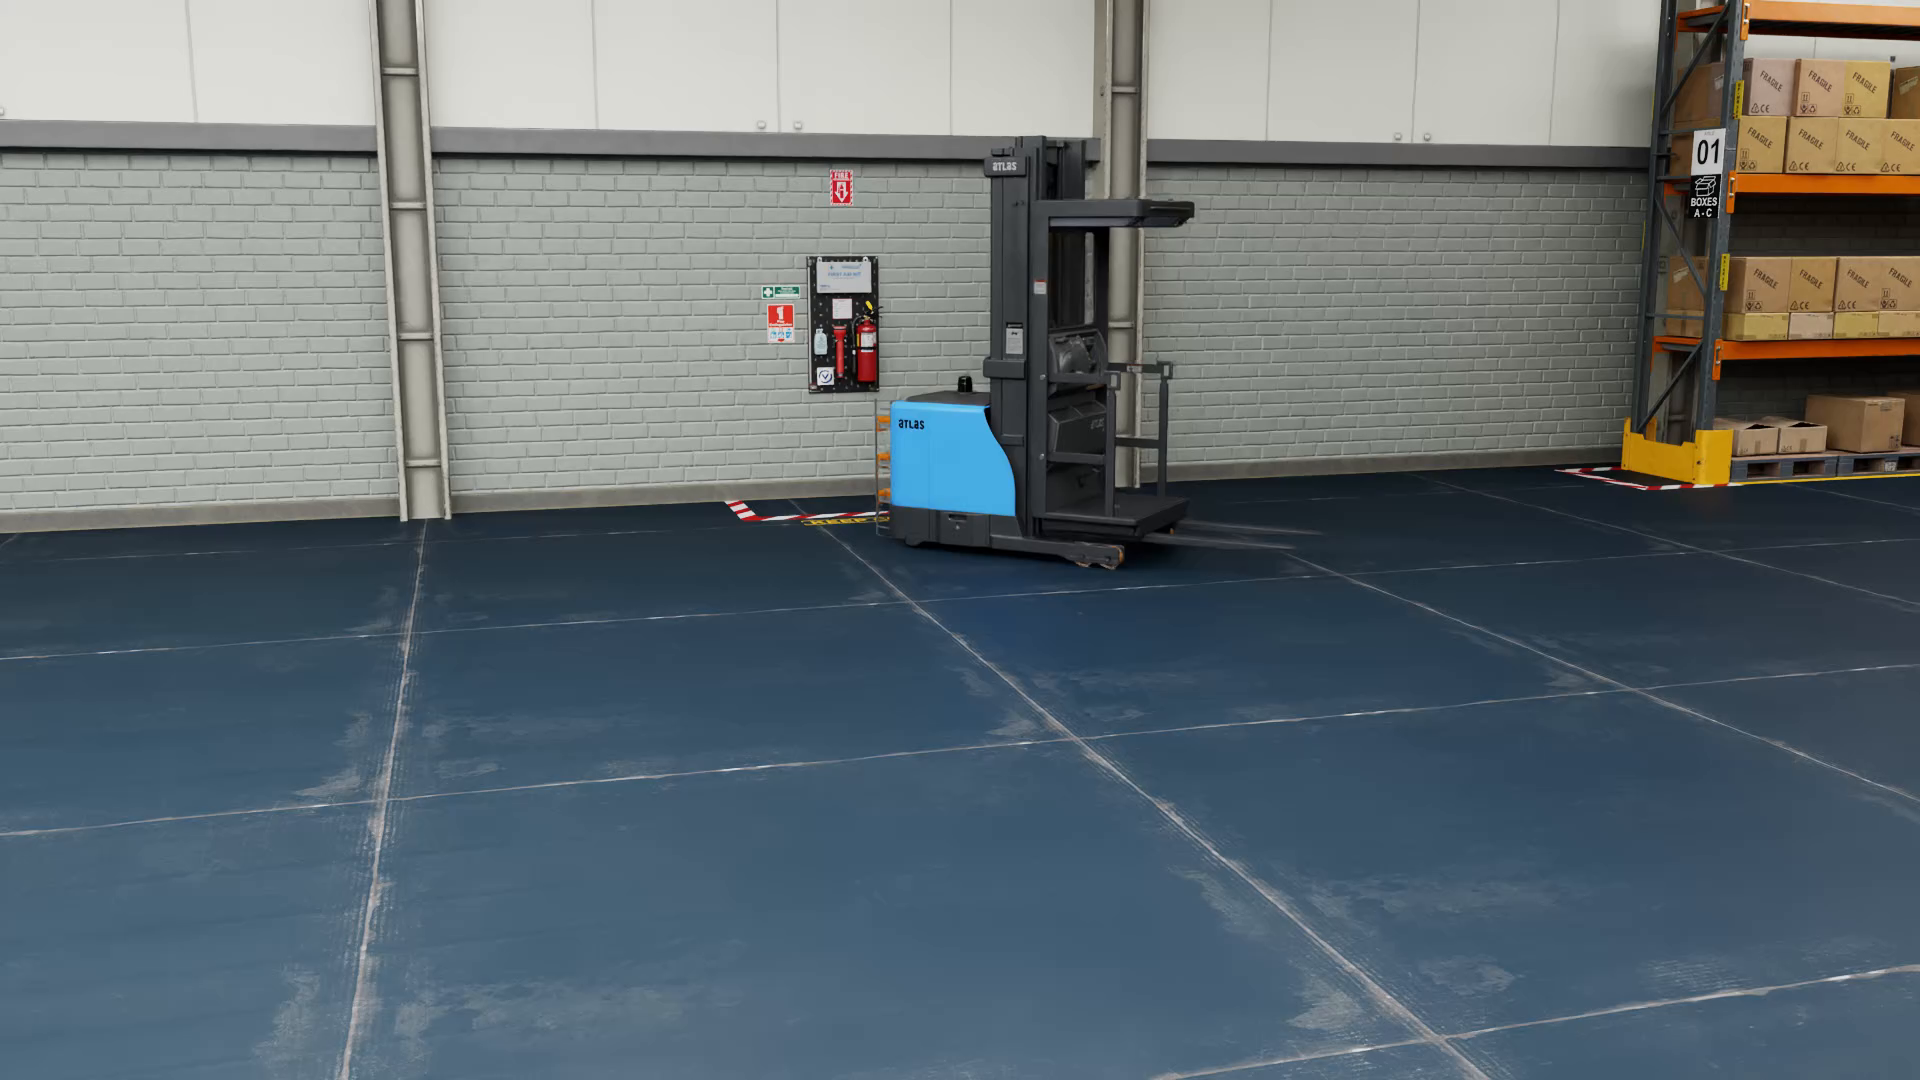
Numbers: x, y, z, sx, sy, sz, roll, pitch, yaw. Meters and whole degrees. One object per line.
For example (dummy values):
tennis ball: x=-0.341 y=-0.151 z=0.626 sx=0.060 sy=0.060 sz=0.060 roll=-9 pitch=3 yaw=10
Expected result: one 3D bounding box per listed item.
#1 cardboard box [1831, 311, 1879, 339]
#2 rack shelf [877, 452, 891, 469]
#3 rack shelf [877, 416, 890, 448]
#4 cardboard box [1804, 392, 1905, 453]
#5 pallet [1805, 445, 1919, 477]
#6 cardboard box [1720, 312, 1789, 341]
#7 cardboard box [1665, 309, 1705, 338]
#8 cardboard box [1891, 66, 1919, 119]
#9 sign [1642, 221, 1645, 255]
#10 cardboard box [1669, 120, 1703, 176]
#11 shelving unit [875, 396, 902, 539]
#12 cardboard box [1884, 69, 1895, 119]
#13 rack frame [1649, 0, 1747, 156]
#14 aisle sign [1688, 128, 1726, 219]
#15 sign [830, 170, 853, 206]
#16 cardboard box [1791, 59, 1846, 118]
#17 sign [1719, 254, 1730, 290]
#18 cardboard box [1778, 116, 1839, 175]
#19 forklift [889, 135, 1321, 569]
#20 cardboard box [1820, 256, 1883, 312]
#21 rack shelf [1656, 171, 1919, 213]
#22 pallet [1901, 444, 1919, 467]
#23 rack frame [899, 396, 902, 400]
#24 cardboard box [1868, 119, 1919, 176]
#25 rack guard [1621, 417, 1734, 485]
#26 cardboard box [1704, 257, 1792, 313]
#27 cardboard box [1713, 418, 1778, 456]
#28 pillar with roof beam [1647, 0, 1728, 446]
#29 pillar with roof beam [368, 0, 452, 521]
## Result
cardboard box: x=8.281 y=-2.044 z=15.723 sx=0.500 sy=0.250 sz=0.500 roll=-3 pitch=11 yaw=-17
rack shelf: x=-0.484 y=-0.544 z=12.661 sx=0.240 sy=0.259 sz=0.215 roll=-9 pitch=14 yaw=-41
rack shelf: x=-0.484 y=-0.823 z=12.610 sx=0.240 sy=0.259 sz=0.215 roll=-9 pitch=14 yaw=-41
cardboard box: x=8.694 y=-1.149 z=16.189 sx=0.500 sy=0.500 sz=0.700 roll=-4 pitch=11 yaw=-20
pallet: x=8.771 y=-0.813 z=16.381 sx=1.213 sy=0.211 sz=1.003 roll=-3 pitch=11 yaw=-16
cardboard box: x=7.296 y=-1.990 z=15.432 sx=0.500 sy=0.250 sz=0.500 roll=-3 pitch=11 yaw=-18
cardboard box: x=7.133 y=-2.078 z=15.910 sx=0.500 sy=0.250 sz=0.500 roll=-3 pitch=11 yaw=-15
cardboard box: x=9.152 y=-4.183 z=15.605 sx=0.500 sy=0.500 sz=0.500 roll=-3 pitch=11 yaw=-18
sign: x=6.603 y=-2.907 z=15.982 sx=0.005 sy=0.325 sz=0.100 roll=-3 pitch=11 yaw=-16
cardboard box: x=7.069 y=-3.684 z=15.658 sx=0.500 sy=0.500 sz=0.500 roll=-2 pitch=11 yaw=-12
shelving unit: x=-0.484 y=-0.555 z=12.660 sx=0.252 sy=1.050 sz=0.215 roll=-9 pitch=14 yaw=-41
cardboard box: x=8.565 y=-4.253 z=15.985 sx=0.500 sy=0.500 sz=0.500 roll=-3 pitch=11 yaw=-16
rack frame: x=6.739 y=-5.035 z=15.043 sx=0.127 sy=3.000 sz=1.000 roll=-3 pitch=11 yaw=-16
aisle sign: x=6.754 y=-3.308 z=15.048 sx=0.004 sy=0.787 sz=0.394 roll=-3 pitch=11 yaw=-16
sign: x=-1.011 y=-3.006 z=14.185 sx=0.199 sy=0.298 sz=0.001 roll=-3 pitch=11 yaw=-16
cardboard box: x=7.672 y=-4.105 z=15.180 sx=0.500 sy=0.500 sz=0.500 roll=-3 pitch=11 yaw=-17
sign: x=6.891 y=-2.416 z=14.996 sx=0.005 sy=0.325 sz=0.100 roll=-3 pitch=11 yaw=-16
cardboard box: x=7.655 y=-3.613 z=15.274 sx=0.500 sy=0.500 sz=0.500 roll=-2 pitch=11 yaw=-12
forklift: x=1.024 y=-1.348 z=11.773 sx=3.031 sy=2.935 sz=1.130 roll=5 pitch=12 yaw=27
cardboard box: x=8.256 y=-2.410 z=15.640 sx=0.500 sy=0.500 sz=0.500 roll=-3 pitch=11 yaw=-18
rack shelf: x=8.659 y=-3.307 z=15.930 sx=4.000 sy=0.370 sz=1.077 roll=-3 pitch=11 yaw=-16
pallet: x=9.944 y=-0.876 z=16.720 sx=1.213 sy=0.211 sz=1.003 roll=-3 pitch=11 yaw=-16
rack frame: x=-0.394 y=-0.570 z=12.740 sx=0.008 sy=1.050 sz=0.200 roll=-9 pitch=14 yaw=-41
cardboard box: x=8.661 y=-3.671 z=15.588 sx=0.500 sy=0.500 sz=0.500 roll=-2 pitch=11 yaw=-12
rack guard: x=6.812 y=-0.859 z=15.834 sx=0.348 sy=0.500 sz=1.175 roll=-3 pitch=11 yaw=-16
cardboard box: x=7.281 y=-2.362 z=15.378 sx=0.500 sy=0.500 sz=0.500 roll=-3 pitch=11 yaw=-16
cardboard box: x=7.428 y=-0.998 z=15.895 sx=0.500 sy=0.311 sz=0.500 roll=-4 pitch=11 yaw=-22
pillar with roof beam: x=8.372 y=-4.473 z=11.987 sx=0.400 sy=9.000 sz=9.100 roll=-3 pitch=11 yaw=-16
pillar with roof beam: x=-3.149 y=-3.865 z=8.689 sx=0.400 sy=9.000 sz=9.100 roll=-3 pitch=11 yaw=-16
